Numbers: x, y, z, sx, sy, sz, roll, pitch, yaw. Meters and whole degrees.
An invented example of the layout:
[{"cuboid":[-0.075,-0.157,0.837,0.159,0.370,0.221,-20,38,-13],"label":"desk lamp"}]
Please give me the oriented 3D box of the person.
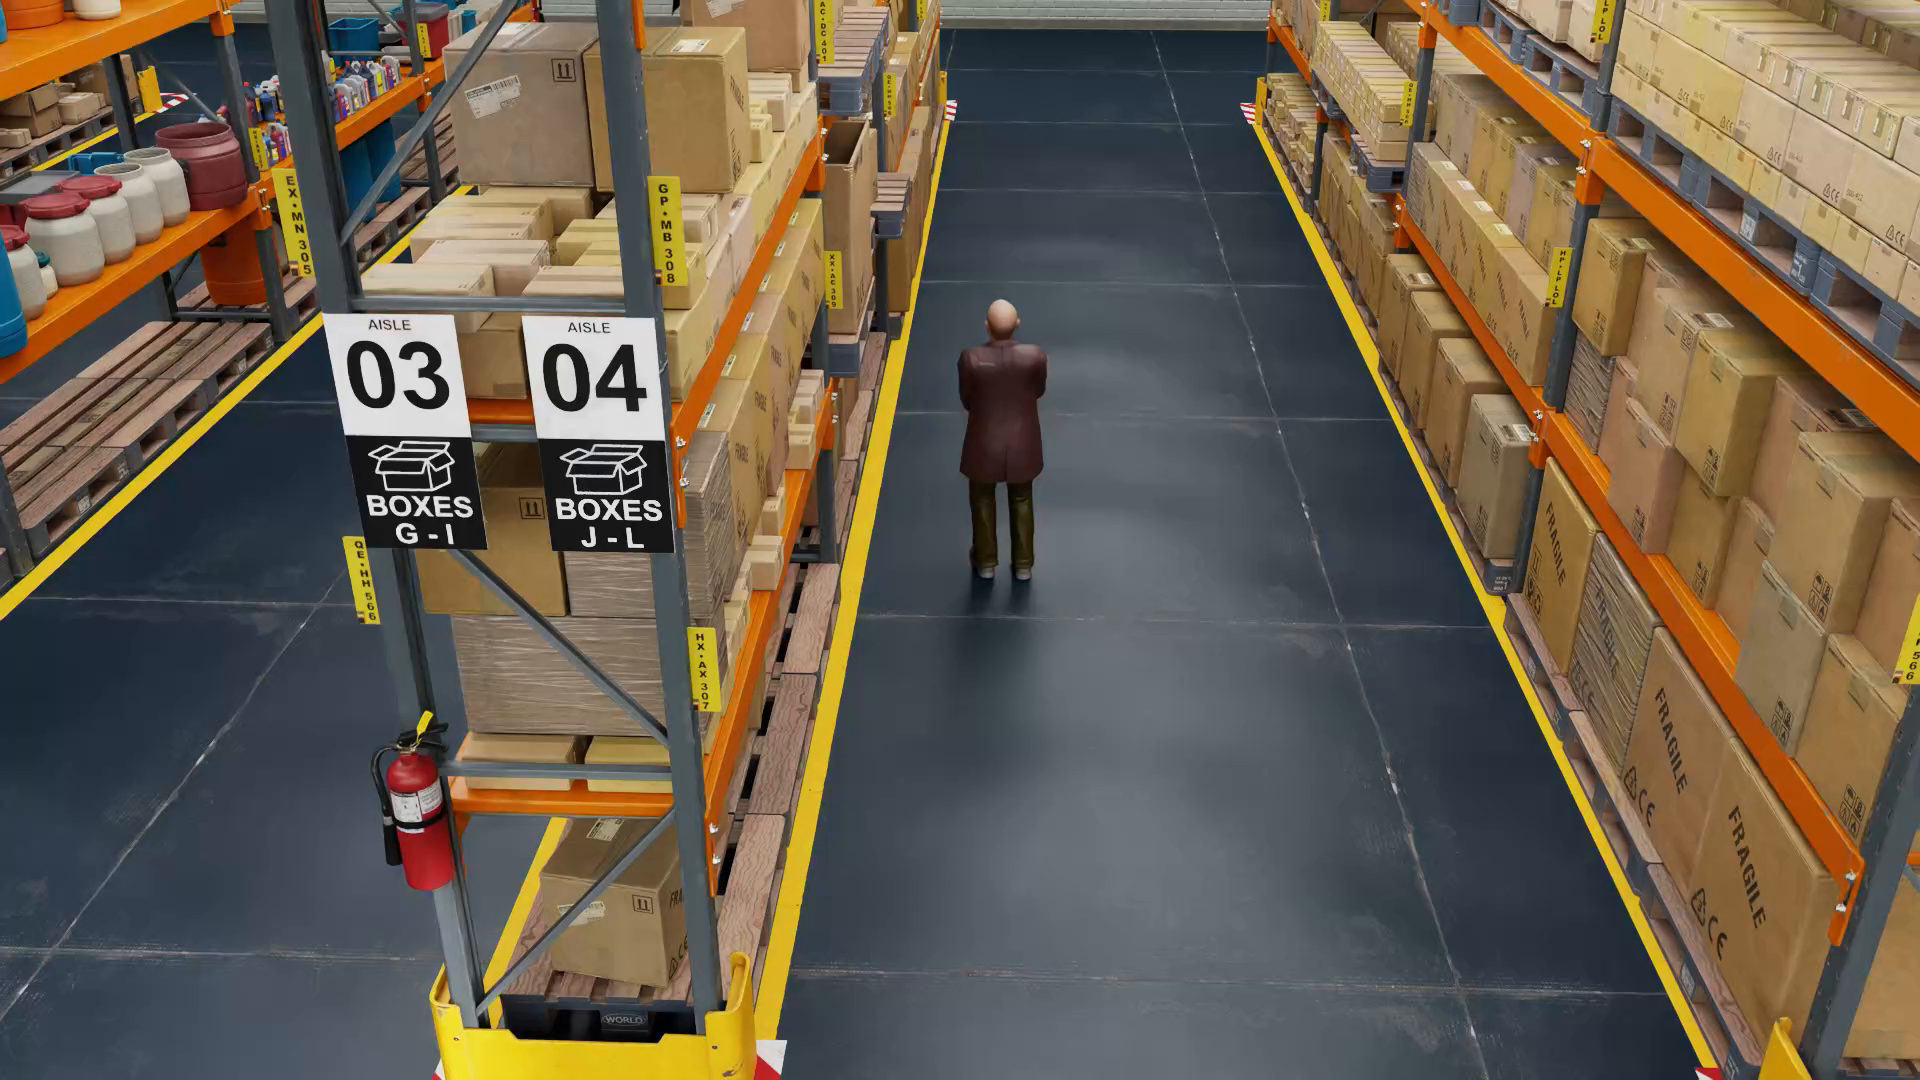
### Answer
[{"cuboid":[0.231,-0.633,9.854,0.530,1.769,0.563,-3,28,-6],"label":"person"}]
